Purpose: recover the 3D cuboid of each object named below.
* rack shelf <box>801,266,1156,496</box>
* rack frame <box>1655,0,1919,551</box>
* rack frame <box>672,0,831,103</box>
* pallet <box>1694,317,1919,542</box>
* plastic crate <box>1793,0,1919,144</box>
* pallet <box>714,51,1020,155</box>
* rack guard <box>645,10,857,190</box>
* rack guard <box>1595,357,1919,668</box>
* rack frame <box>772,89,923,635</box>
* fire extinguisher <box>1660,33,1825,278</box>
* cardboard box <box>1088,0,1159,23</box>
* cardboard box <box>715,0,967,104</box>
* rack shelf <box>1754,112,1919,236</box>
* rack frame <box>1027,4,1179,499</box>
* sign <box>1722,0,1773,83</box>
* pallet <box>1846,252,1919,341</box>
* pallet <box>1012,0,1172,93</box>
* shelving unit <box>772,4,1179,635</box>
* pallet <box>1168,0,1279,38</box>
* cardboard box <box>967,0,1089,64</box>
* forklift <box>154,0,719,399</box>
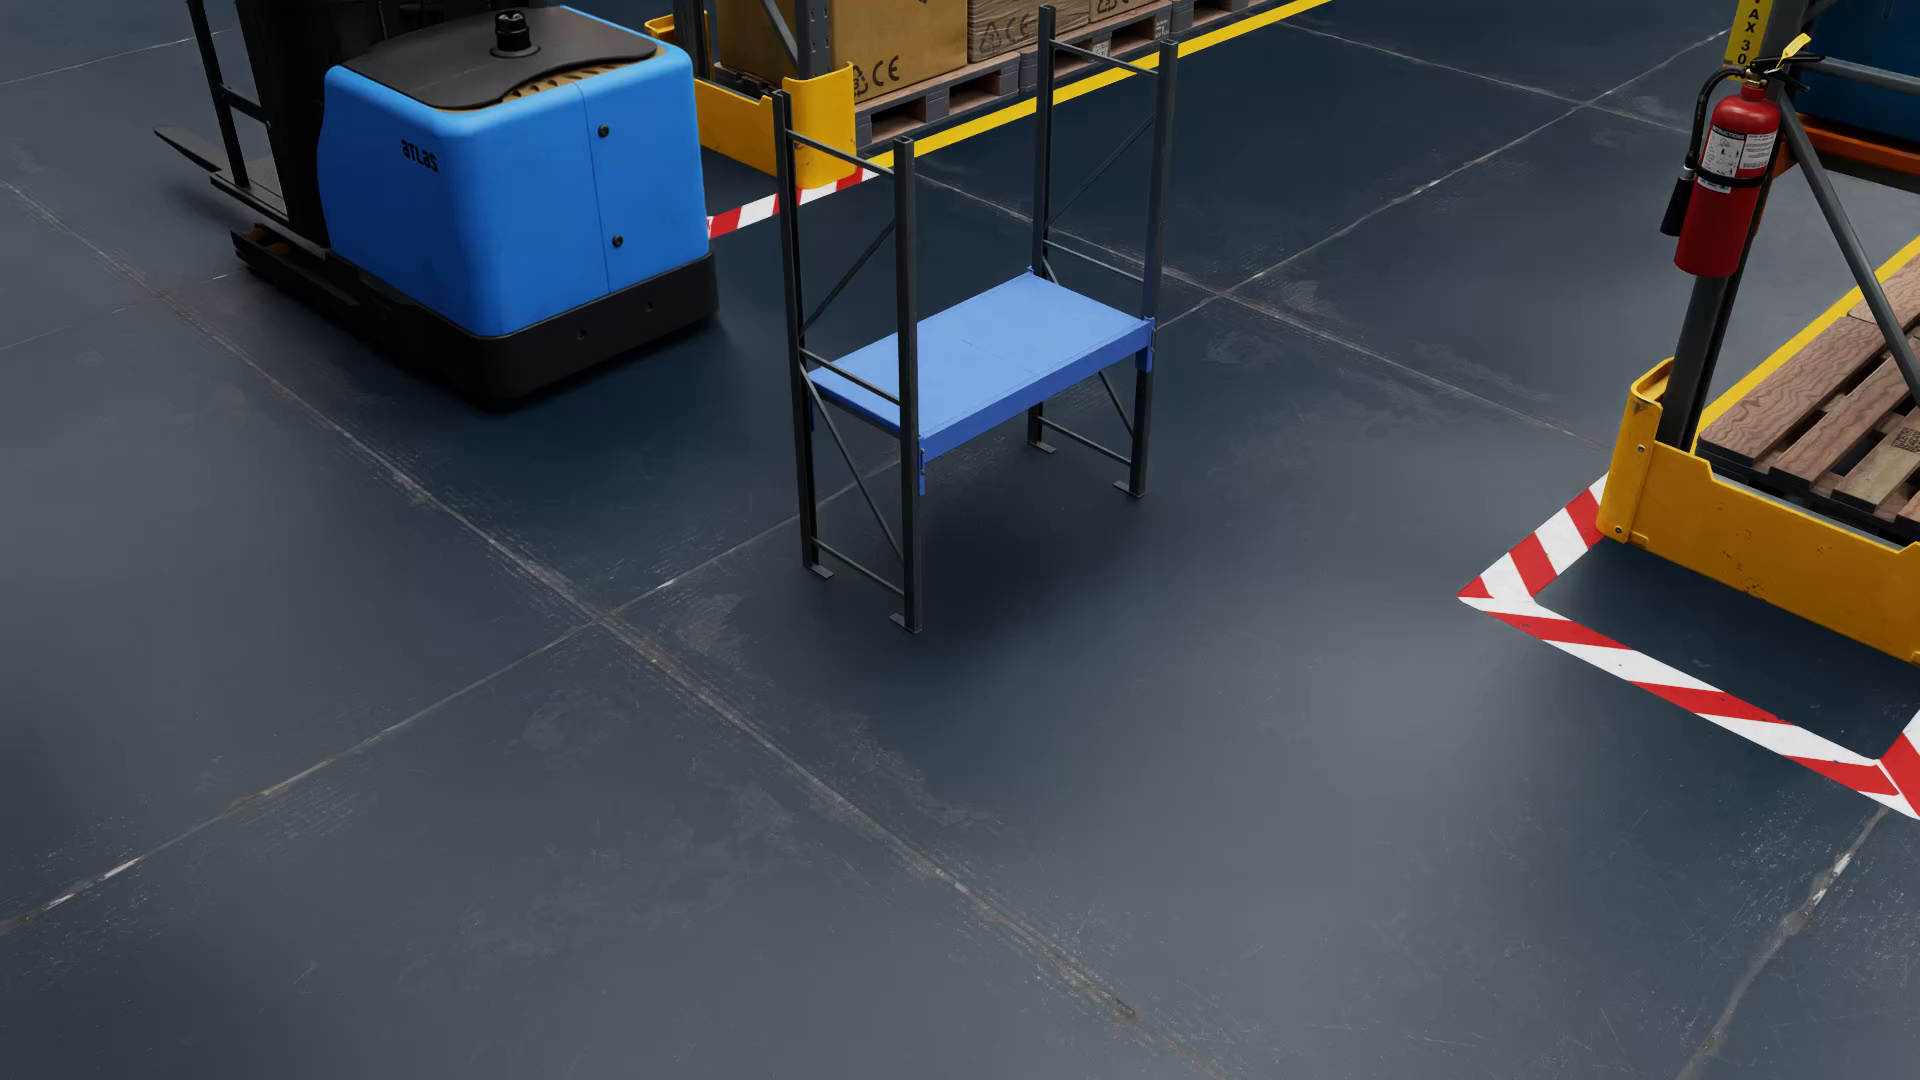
[{"bbox_3d":[0.060,-0.502,4.974,0.538,0.185,1.000,30,45,35],"label":"rack shelf"},{"bbox_3d":[2.545,-1.118,4.231,1.000,3.000,0.127,30,45,35],"label":"rack frame"},{"bbox_3d":[-0.970,-3.114,7.093,1.000,3.000,0.127,30,45,35],"label":"rack frame"},{"bbox_3d":[3.154,-0.293,5.486,1.003,0.211,1.213,30,45,35],"label":"pallet"},{"bbox_3d":[2.649,-1.368,4.506,0.616,0.435,0.499,30,45,35],"label":"plastic crate"},{"bbox_3d":[-0.462,-2.326,8.401,1.003,0.211,1.213,30,45,35],"label":"pallet"},{"bbox_3d":[-0.986,-2.079,7.794,1.175,0.500,0.348,30,45,35],"label":"rack guard"},{"bbox_3d":[2.538,-0.078,4.924,1.175,0.500,0.348,30,45,35],"label":"rack guard"},{"bbox_3d":[-0.298,-0.443,4.575,0.500,1.500,0.032,30,45,35],"label":"rack frame"},{"bbox_3d":[2.117,-1.055,4.534,0.296,0.674,0.183,30,45,35],"label":"fire extinguisher"},{"bbox_3d":[0.693,-3.438,9.047,0.875,0.875,0.875,30,45,35],"label":"cardboard box"},{"bbox_3d":[-0.575,-2.707,7.999,0.875,0.875,0.875,30,45,35],"label":"cardboard box"},{"bbox_3d":[3.954,-1.635,5.601,1.077,0.370,4.000,30,45,35],"label":"rack shelf"},{"bbox_3d":[0.418,-0.856,5.167,0.500,1.500,0.032,30,45,35],"label":"rack frame"},{"bbox_3d":[2.144,-1.400,4.492,0.100,0.325,0.005,30,45,35],"label":"sign"},{"bbox_3d":[4.013,-0.786,6.193,1.003,0.211,1.213,30,45,35],"label":"pallet"},{"bbox_3d":[0.398,-2.819,9.108,1.003,0.211,1.213,30,45,35],"label":"pallet"},{"bbox_3d":[0.060,-0.650,4.871,0.538,1.500,1.048,30,45,35],"label":"shelving unit"},{"bbox_3d":[1.257,-3.317,9.822,1.003,0.211,1.213,30,45,35],"label":"pallet"},{"bbox_3d":[0.066,-3.076,8.529,0.875,0.875,0.875,30,45,35],"label":"cardboard box"},{"bbox_3d":[-2.339,-2.428,6.169,3.031,2.935,1.130,29,44,35],"label":"forklift"}]
